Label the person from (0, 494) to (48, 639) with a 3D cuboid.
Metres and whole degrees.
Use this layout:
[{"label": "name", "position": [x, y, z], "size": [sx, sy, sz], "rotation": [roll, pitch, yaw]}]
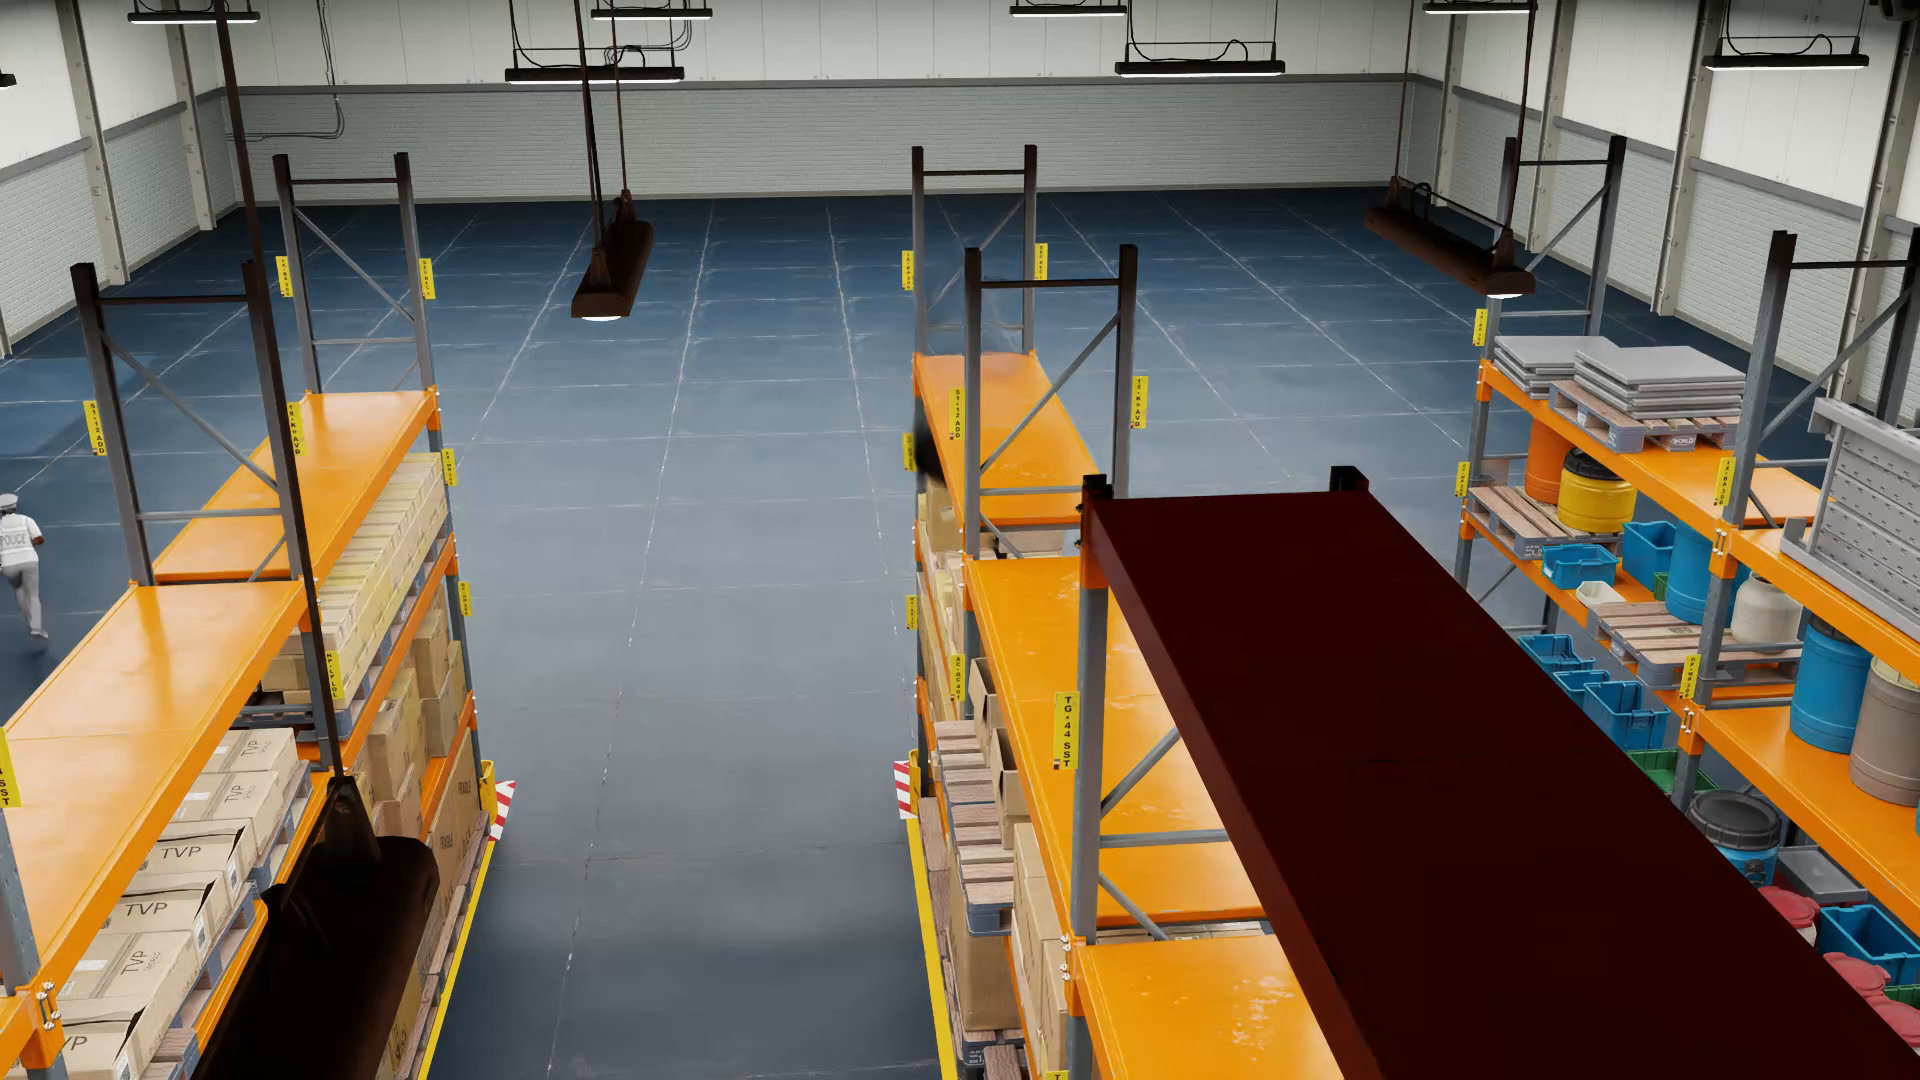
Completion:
[{"label": "person", "position": [-10.506, 0.389, 18.589], "size": [0.617, 1.625, 0.987], "rotation": [-13, 25, -29]}]
